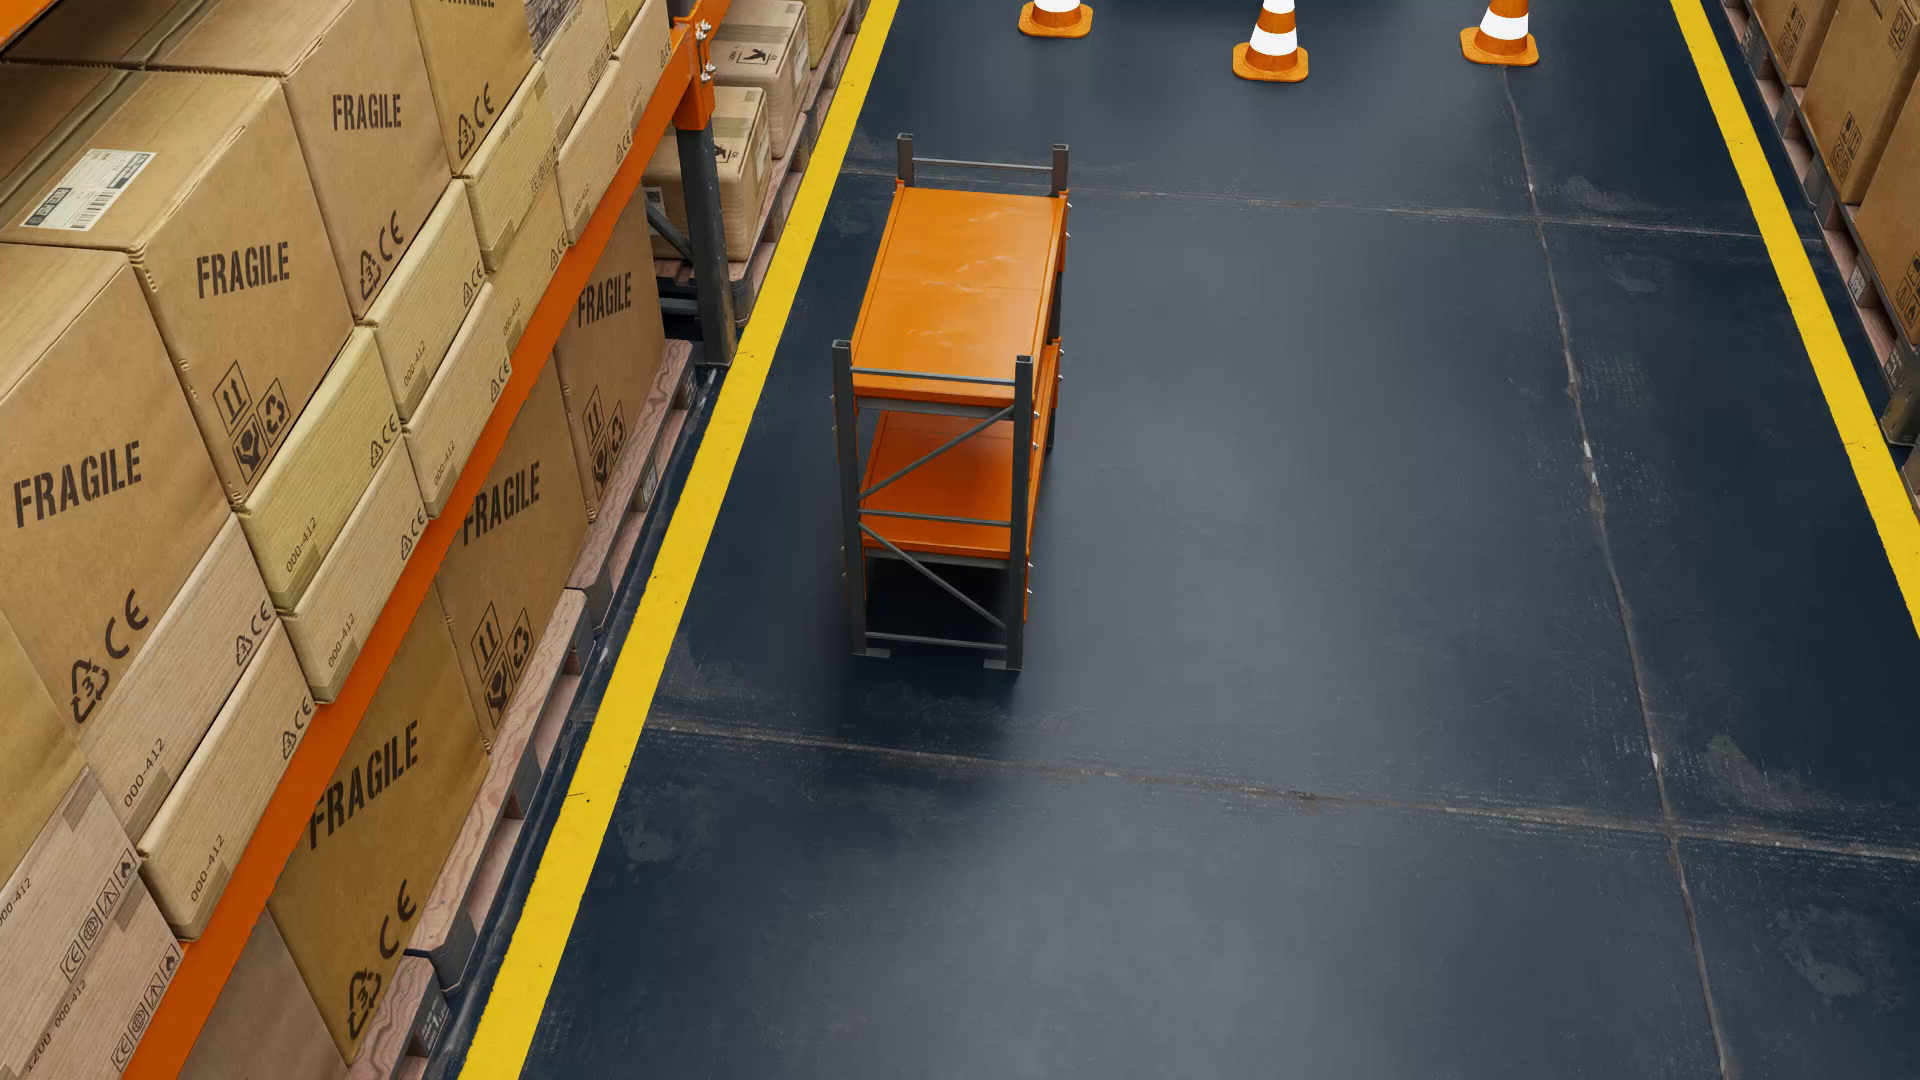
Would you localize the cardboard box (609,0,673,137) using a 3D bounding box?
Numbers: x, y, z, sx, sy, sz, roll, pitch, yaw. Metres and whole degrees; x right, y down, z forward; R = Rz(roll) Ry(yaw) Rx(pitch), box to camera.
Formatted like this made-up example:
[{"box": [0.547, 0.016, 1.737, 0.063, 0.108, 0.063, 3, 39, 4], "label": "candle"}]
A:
[{"box": [-1.111, -1.359, 4.612, 0.500, 0.250, 0.500, 4, 44, 4], "label": "cardboard box"}]

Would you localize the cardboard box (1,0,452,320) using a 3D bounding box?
[{"box": [-1.317, -0.772, 3.084, 0.500, 0.500, 0.500, 5, 44, 5], "label": "cardboard box"}]

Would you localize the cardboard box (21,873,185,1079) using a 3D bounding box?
[{"box": [-1.511, 0.723, 2.414, 0.500, 0.250, 0.500, 4, 44, 5], "label": "cardboard box"}]

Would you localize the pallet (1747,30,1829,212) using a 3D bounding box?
[{"box": [3.961, -1.747, 6.942, 1.003, 0.211, 1.213, 5, 44, 6], "label": "pallet"}]

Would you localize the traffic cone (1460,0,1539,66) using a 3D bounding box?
[{"box": [2.473, -2.429, 7.478, 0.336, 0.463, 0.334, 5, 44, 6], "label": "traffic cone"}]

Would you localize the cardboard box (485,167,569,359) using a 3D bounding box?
[{"box": [-1.246, -0.667, 3.882, 0.500, 0.250, 0.500, 5, 44, 5], "label": "cardboard box"}]

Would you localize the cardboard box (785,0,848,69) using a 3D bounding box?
[{"box": [-1.021, -2.384, 7.192, 0.950, 0.372, 0.625, 7, 44, 7], "label": "cardboard box"}]

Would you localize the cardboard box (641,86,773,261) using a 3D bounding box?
[{"box": [-1.217, -1.364, 6.115, 0.950, 0.372, 0.625, 3, 43, 3], "label": "cardboard box"}]

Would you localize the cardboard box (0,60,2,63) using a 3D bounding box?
[{"box": [-1.873, -0.479, 2.774, 0.500, 0.500, 0.500, 6, 44, 7], "label": "cardboard box"}]

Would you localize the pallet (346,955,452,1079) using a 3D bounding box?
[{"box": [-1.803, 1.425, 3.592, 1.003, 0.211, 1.213, 5, 44, 6], "label": "pallet"}]

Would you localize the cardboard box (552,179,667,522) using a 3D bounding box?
[{"box": [-1.475, -0.699, 5.047, 0.875, 0.875, 0.875, 5, 44, 5], "label": "cardboard box"}]

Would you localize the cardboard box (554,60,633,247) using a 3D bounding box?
[{"box": [-1.163, -1.009, 4.243, 0.500, 0.250, 0.500, 6, 44, 6], "label": "cardboard box"}]

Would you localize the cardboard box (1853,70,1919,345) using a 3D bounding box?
[{"box": [3.788, -1.143, 5.606, 1.050, 0.750, 0.750, 5, 44, 5], "label": "cardboard box"}]

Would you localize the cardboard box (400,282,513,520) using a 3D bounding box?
[{"box": [-1.285, -0.317, 3.512, 0.500, 0.250, 0.500, 5, 44, 5], "label": "cardboard box"}]

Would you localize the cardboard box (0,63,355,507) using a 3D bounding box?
[{"box": [-1.379, -0.419, 2.711, 0.500, 0.500, 0.500, 4, 44, 4], "label": "cardboard box"}]

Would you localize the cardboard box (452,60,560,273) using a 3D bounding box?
[{"box": [-1.225, -0.855, 3.717, 0.500, 0.250, 0.500, 4, 44, 4], "label": "cardboard box"}]

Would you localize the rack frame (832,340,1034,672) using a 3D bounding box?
[{"box": [-0.068, -0.057, 4.493, 0.500, 1.125, 0.032, 5, 44, 6], "label": "rack frame"}]

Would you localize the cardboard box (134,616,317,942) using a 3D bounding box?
[{"box": [-1.444, 0.370, 2.786, 0.500, 0.250, 0.500, 4, 44, 4], "label": "cardboard box"}]

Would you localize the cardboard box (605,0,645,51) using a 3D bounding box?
[{"box": [-1.114, -1.555, 4.456, 0.500, 0.250, 0.500, 5, 44, 5], "label": "cardboard box"}]

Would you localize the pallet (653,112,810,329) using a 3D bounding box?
[{"box": [-1.197, -1.301, 6.471, 1.003, 0.211, 1.213, 5, 44, 6], "label": "pallet"}]

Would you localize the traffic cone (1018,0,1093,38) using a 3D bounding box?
[{"box": [0.451, -2.614, 7.674, 0.336, 0.463, 0.334, 5, 44, 6], "label": "traffic cone"}]

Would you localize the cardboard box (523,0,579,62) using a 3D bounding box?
[{"box": [-1.170, -1.454, 3.804, 0.500, 0.500, 0.500, 6, 44, 6], "label": "cardboard box"}]

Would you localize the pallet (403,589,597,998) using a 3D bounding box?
[{"box": [-1.644, 0.591, 4.473, 1.003, 0.211, 1.213, 5, 44, 6], "label": "pallet"}]

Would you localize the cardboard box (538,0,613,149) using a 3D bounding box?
[{"box": [-1.178, -1.206, 4.087, 0.500, 0.250, 0.500, 4, 44, 4], "label": "cardboard box"}]

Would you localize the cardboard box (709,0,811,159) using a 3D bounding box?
[{"box": [-1.127, -1.867, 6.646, 0.950, 0.372, 0.625, 4, 44, 5], "label": "cardboard box"}]

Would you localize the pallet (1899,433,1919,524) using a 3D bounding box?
[{"box": [3.514, 0.145, 4.944, 1.003, 0.211, 1.213, 5, 44, 6], "label": "pallet"}]

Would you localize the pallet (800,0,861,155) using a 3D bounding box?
[{"box": [-1.033, -2.130, 7.346, 1.003, 0.211, 1.213, 5, 44, 6], "label": "pallet"}]

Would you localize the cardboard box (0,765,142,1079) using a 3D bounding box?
[{"box": [-1.493, 0.543, 2.240, 0.500, 0.250, 0.500, 4, 44, 4], "label": "cardboard box"}]

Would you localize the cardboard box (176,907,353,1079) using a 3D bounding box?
[{"box": [-1.828, 1.134, 3.111, 0.875, 0.875, 0.875, 6, 44, 7], "label": "cardboard box"}]

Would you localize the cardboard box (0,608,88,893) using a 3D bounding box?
[{"box": [-1.487, 0.272, 1.982, 0.500, 0.500, 0.500, 6, 44, 6], "label": "cardboard box"}]

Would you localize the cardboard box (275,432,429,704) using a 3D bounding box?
[{"box": [-1.360, 0.023, 3.154, 0.500, 0.250, 0.500, 5, 44, 5], "label": "cardboard box"}]

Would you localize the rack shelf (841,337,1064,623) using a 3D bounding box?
[{"box": [-0.001, -0.226, 5.027, 0.538, 0.278, 1.000, 5, 44, 6], "label": "rack shelf"}]

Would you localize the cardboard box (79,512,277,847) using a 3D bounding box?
[{"box": [-1.452, 0.185, 2.618, 0.500, 0.250, 0.500, 6, 44, 6], "label": "cardboard box"}]

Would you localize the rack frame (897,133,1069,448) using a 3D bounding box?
[{"box": [0.066, -0.750, 5.224, 0.500, 1.125, 0.032, 5, 44, 6], "label": "rack frame"}]

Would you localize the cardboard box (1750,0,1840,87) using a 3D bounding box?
[{"box": [4.023, -2.374, 6.906, 1.050, 0.750, 0.750, 5, 44, 6], "label": "cardboard box"}]

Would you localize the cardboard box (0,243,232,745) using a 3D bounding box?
[{"box": [-1.447, -0.078, 2.350, 0.500, 0.500, 0.500, 5, 44, 5], "label": "cardboard box"}]

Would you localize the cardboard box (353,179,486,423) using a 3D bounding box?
[{"box": [-1.294, -0.501, 3.343, 0.500, 0.250, 0.500, 4, 44, 4], "label": "cardboard box"}]

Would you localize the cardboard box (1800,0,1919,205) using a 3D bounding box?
[{"box": [3.900, -1.739, 6.236, 1.050, 0.750, 0.750, 6, 44, 6], "label": "cardboard box"}]

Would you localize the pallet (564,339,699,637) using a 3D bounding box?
[{"box": [-1.480, -0.238, 5.348, 1.003, 0.211, 1.213, 5, 44, 6], "label": "pallet"}]

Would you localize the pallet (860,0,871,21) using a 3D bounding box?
[{"box": [-0.874, -2.964, 8.227, 1.003, 0.211, 1.213, 5, 44, 6], "label": "pallet"}]

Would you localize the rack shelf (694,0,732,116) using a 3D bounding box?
[{"box": [-1.037, -2.883, 6.637, 1.077, 0.370, 4.000, 5, 44, 6], "label": "rack shelf"}]

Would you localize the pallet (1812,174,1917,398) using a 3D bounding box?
[{"box": [3.797, -0.918, 6.066, 1.003, 0.211, 1.213, 5, 44, 6], "label": "pallet"}]

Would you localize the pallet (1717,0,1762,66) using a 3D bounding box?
[{"box": [4.120, -2.581, 7.822, 1.003, 0.211, 1.213, 5, 44, 6], "label": "pallet"}]

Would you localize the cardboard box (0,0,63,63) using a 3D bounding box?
[{"box": [-1.819, -0.833, 3.148, 0.500, 0.500, 0.500, 6, 44, 6], "label": "cardboard box"}]

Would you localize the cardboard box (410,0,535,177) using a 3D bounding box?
[{"box": [-1.243, -1.116, 3.447, 0.500, 0.500, 0.500, 5, 44, 6], "label": "cardboard box"}]

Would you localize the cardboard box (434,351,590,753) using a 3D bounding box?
[{"box": [-1.597, -0.092, 4.405, 0.875, 0.875, 0.875, 6, 44, 6], "label": "cardboard box"}]

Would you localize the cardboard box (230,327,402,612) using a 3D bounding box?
[{"box": [-1.358, -0.156, 2.979, 0.500, 0.250, 0.500, 6, 44, 6], "label": "cardboard box"}]

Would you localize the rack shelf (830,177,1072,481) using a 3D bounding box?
[{"box": [-0.001, -0.616, 4.657, 0.538, 0.278, 1.000, 5, 44, 6], "label": "rack shelf"}]

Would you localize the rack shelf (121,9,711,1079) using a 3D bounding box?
[{"box": [-1.566, -0.157, 3.758, 1.077, 0.370, 4.000, 5, 44, 6], "label": "rack shelf"}]

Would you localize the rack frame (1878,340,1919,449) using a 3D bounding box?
[{"box": [3.618, -1.400, 4.547, 1.000, 3.000, 0.127, 5, 44, 6], "label": "rack frame"}]

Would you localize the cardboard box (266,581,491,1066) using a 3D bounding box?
[{"box": [-1.716, 0.518, 3.762, 0.875, 0.875, 0.875, 6, 44, 7], "label": "cardboard box"}]

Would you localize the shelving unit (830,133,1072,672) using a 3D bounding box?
[{"box": [-0.001, -0.404, 4.858, 0.538, 1.125, 1.048, 5, 44, 6], "label": "shelving unit"}]

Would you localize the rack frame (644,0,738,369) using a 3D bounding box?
[{"box": [-1.302, -1.781, 4.950, 1.000, 3.000, 0.127, 5, 44, 6], "label": "rack frame"}]

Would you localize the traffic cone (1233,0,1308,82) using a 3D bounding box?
[{"box": [1.404, -2.325, 7.369, 0.336, 0.463, 0.334, 5, 44, 6], "label": "traffic cone"}]
